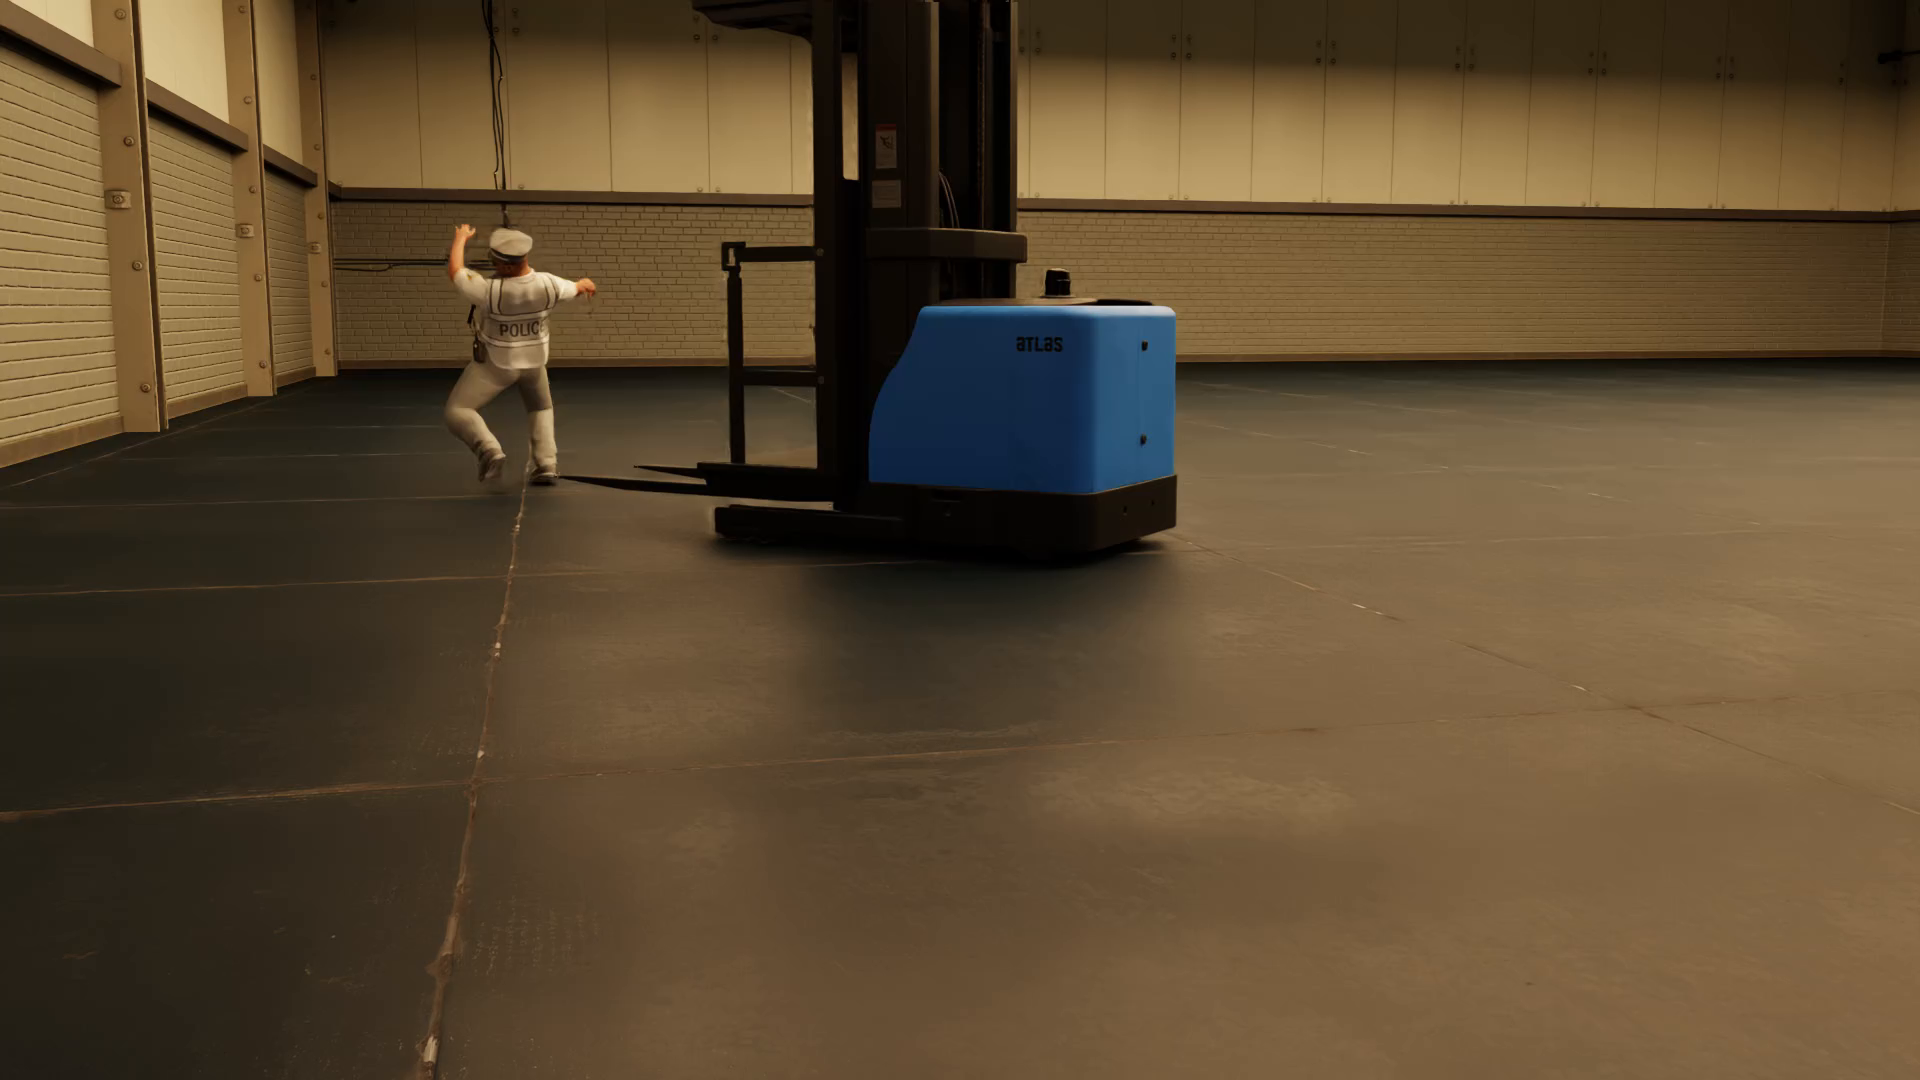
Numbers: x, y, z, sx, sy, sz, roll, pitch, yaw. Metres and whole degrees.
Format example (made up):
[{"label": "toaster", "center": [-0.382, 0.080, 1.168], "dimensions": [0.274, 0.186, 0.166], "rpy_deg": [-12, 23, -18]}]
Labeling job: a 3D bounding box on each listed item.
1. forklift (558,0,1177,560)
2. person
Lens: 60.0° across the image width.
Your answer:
[{"label": "forklift", "center": [-0.547, -1.490, 7.780], "dimensions": [3.031, 2.935, 1.130], "rpy_deg": [4, 9, 29]}, {"label": "person", "center": [-2.555, -1.124, 10.060], "dimensions": [0.760, 1.557, 1.085], "rpy_deg": [7, 10, 40]}]
